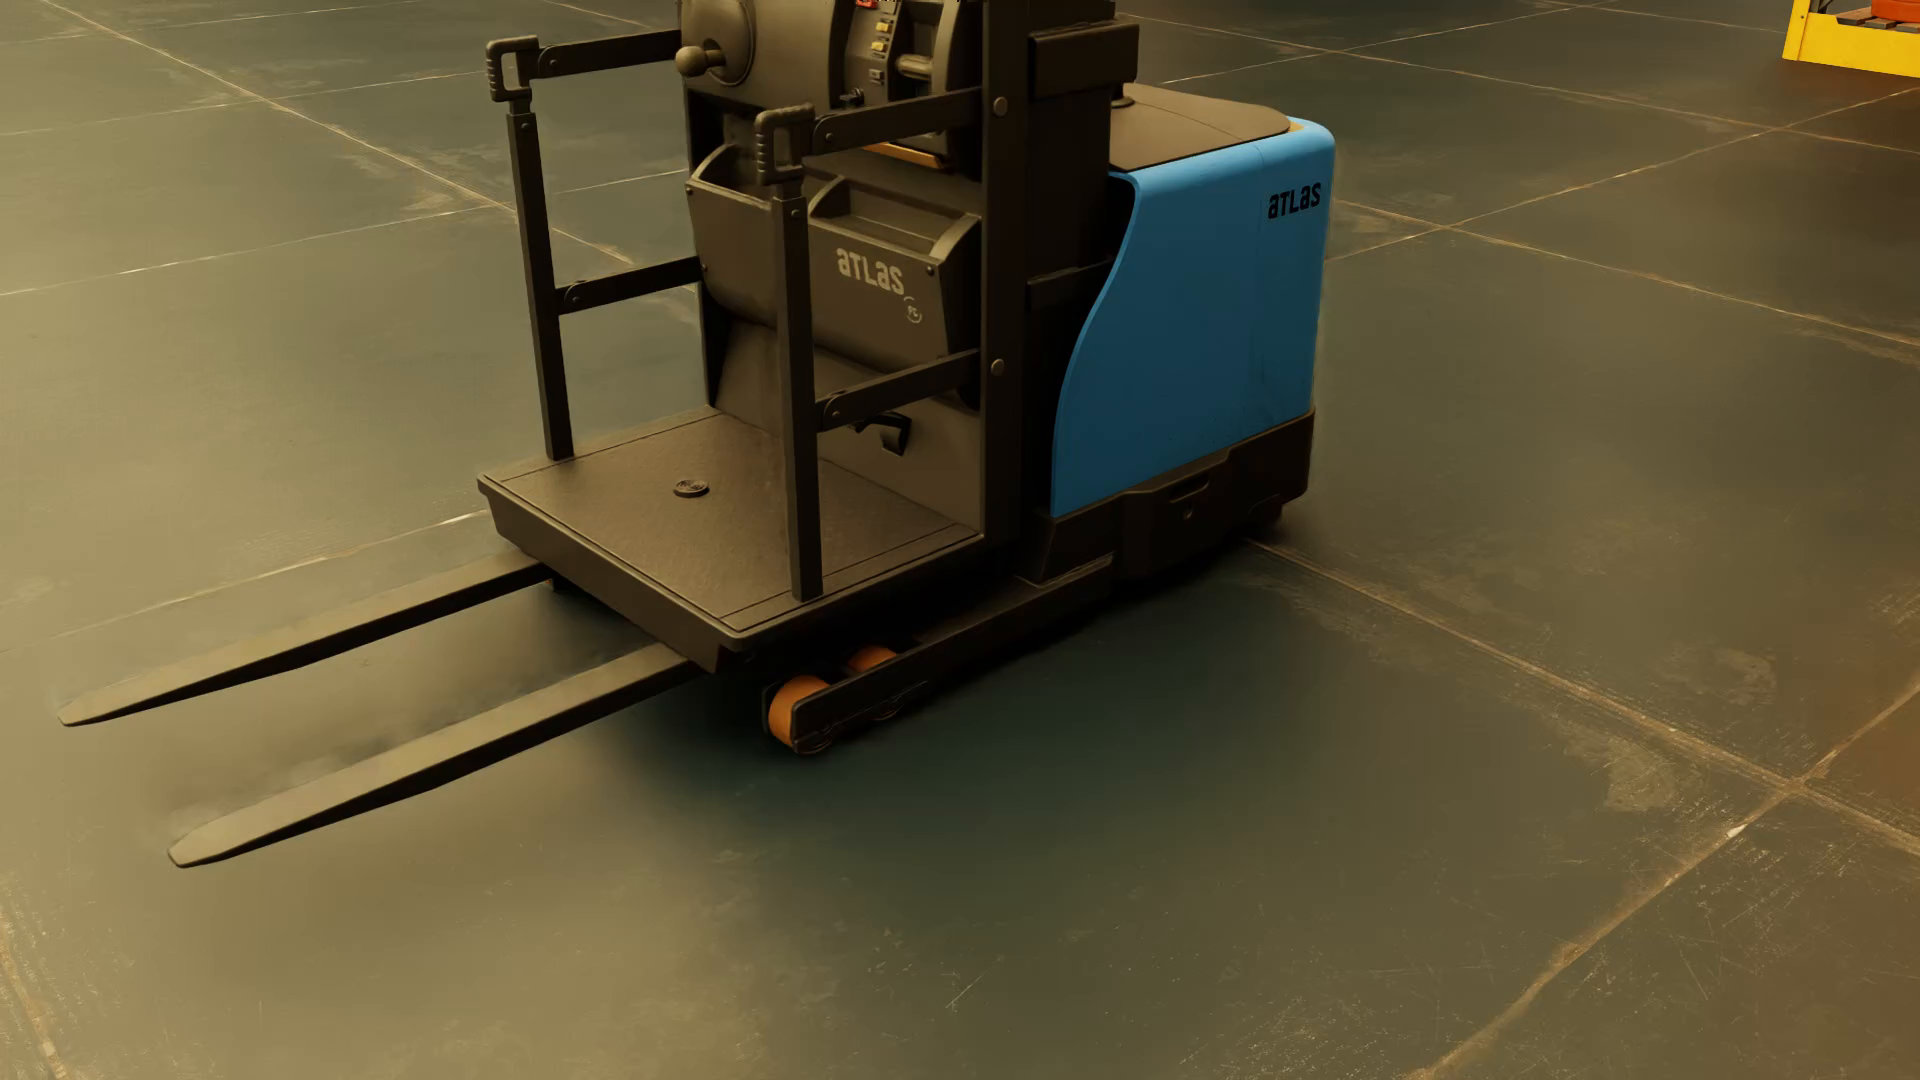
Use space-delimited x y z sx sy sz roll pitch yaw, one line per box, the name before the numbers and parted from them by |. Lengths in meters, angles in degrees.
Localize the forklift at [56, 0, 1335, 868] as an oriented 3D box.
forklift | -0.458 -1.115 3.450 3.031 2.935 1.130 -22 34 -37
